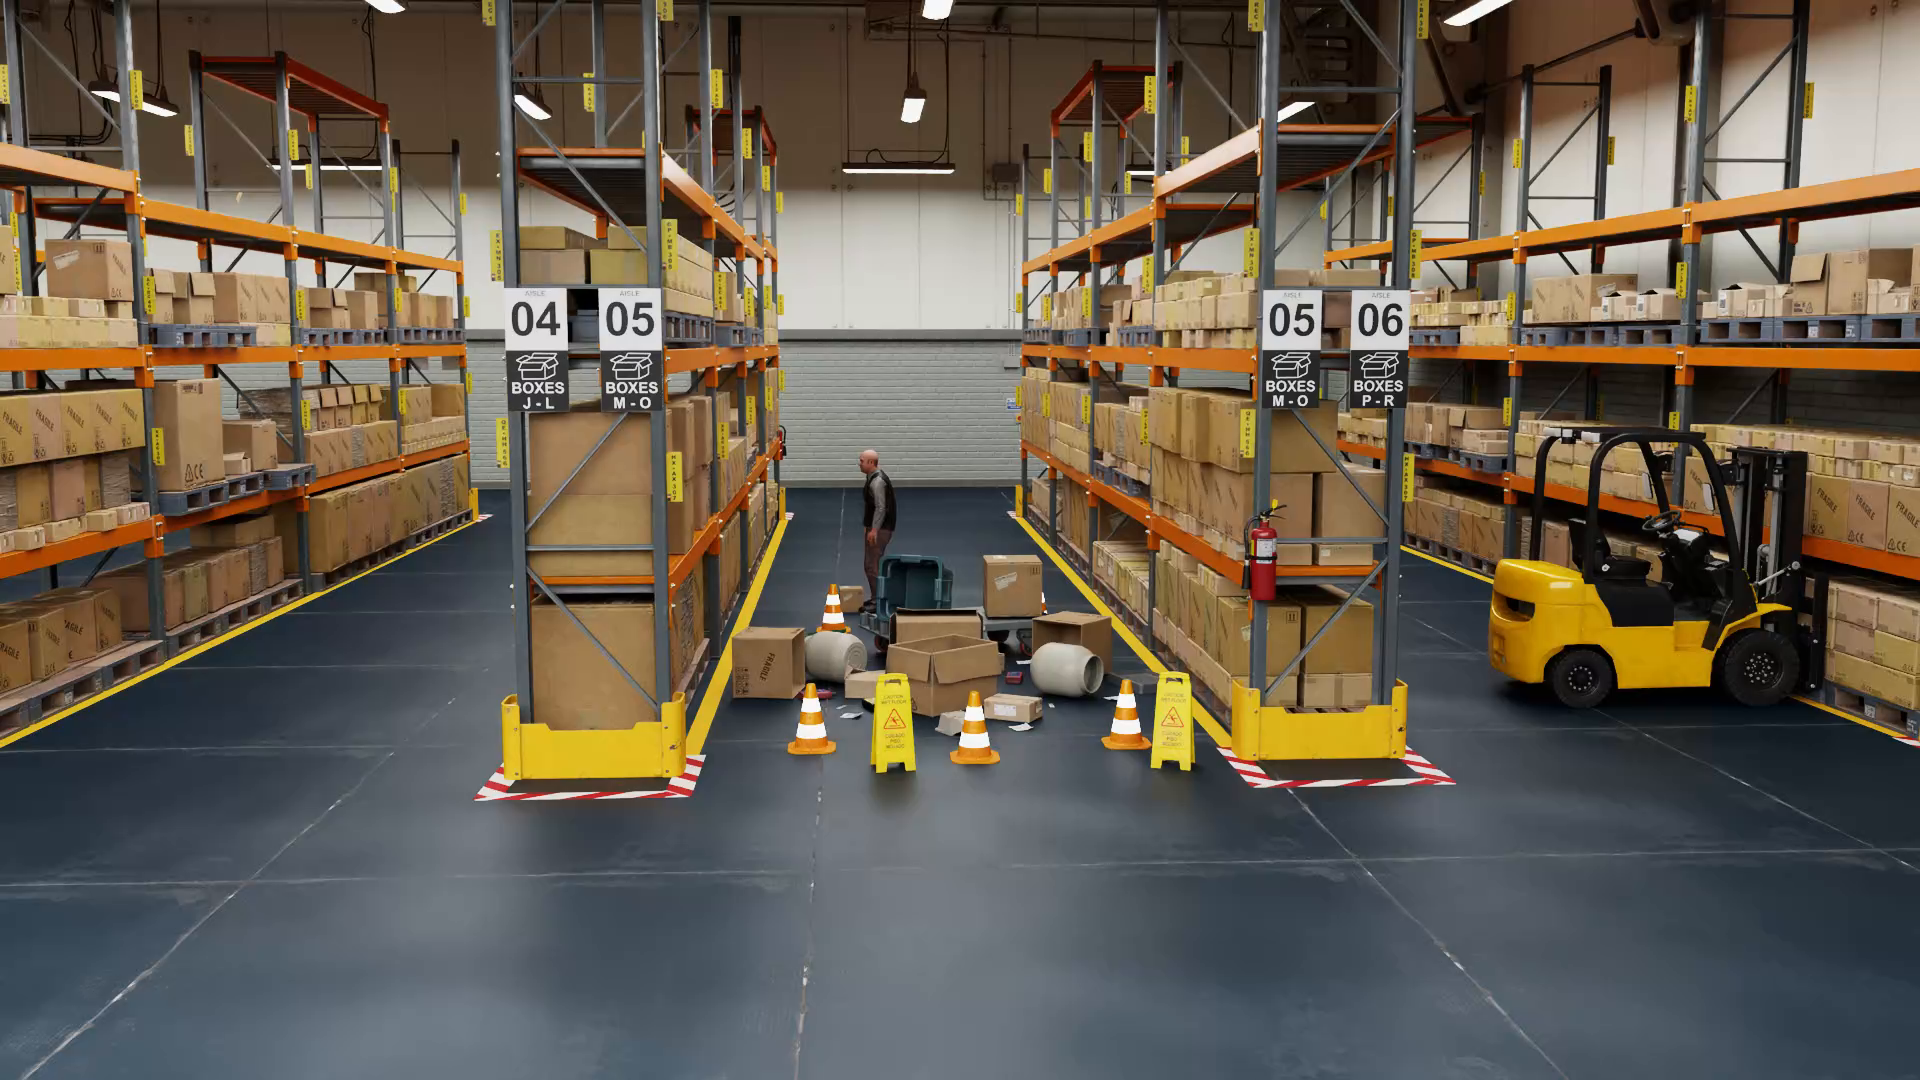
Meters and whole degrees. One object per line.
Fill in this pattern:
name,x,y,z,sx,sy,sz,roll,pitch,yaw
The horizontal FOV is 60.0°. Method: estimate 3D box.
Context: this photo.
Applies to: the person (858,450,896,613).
person,-0.886,-0.101,17.689,0.419,1.722,0.594,-1,7,-7
